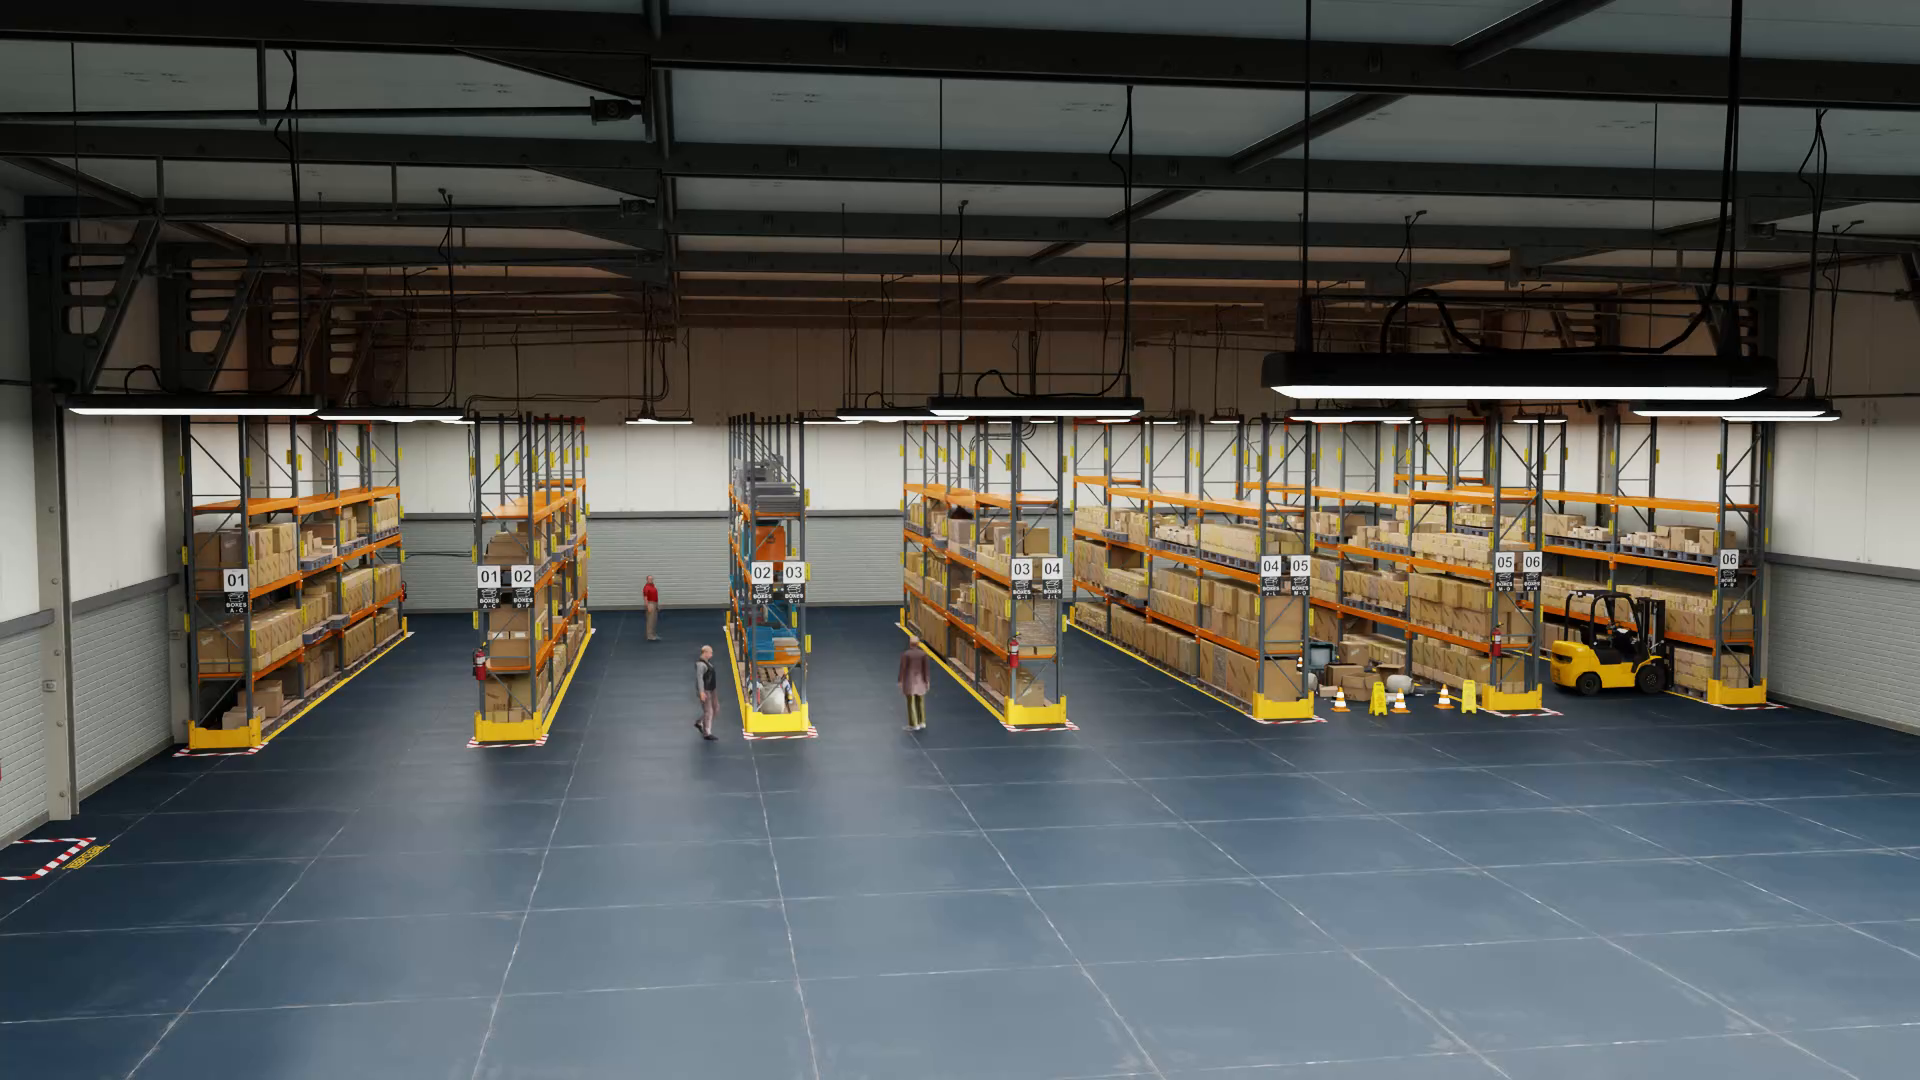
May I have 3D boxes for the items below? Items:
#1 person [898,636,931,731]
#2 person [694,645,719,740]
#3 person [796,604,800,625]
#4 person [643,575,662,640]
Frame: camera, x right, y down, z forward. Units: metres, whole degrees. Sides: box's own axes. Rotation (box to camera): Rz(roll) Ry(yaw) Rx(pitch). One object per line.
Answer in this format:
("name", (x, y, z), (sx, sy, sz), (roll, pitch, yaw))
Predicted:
("person", (-0.885, 2.692, 31.427), (0.612, 1.795, 0.583), (-2, 4, -22))
("person", (-4.681, 2.800, 30.588), (0.535, 1.732, 0.635), (0, 4, 5))
("person", (-4.910, 1.620, 48.073), (0.517, 1.705, 0.545), (1, 4, 8))
("person", (-8.294, 1.824, 44.822), (0.391, 1.754, 0.562), (0, 4, 7))
